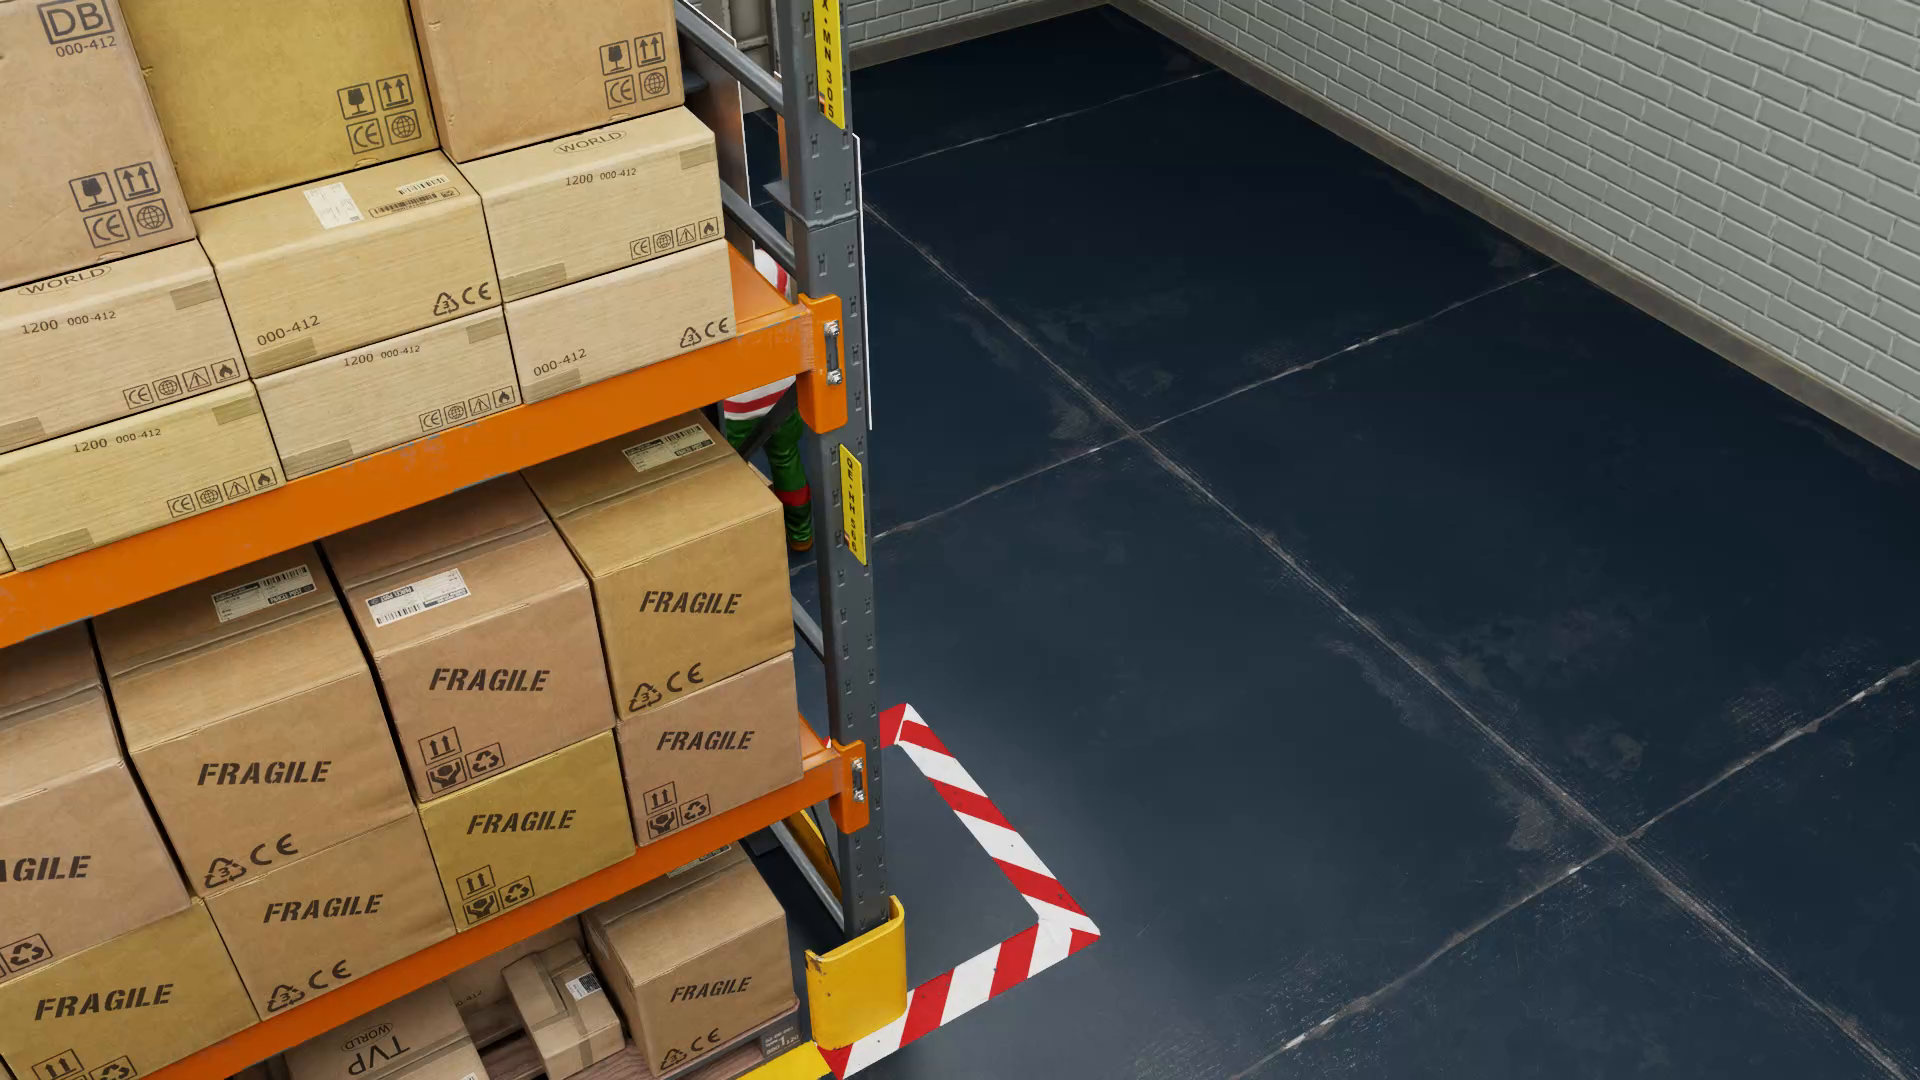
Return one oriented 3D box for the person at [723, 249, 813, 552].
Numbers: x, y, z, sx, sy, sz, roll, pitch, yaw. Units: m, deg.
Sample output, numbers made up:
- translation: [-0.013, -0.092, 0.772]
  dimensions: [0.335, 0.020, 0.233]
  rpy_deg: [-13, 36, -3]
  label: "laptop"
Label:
- translation: [-0.887, -0.632, 6.888]
  dimensions: [0.607, 1.780, 0.449]
  rpy_deg: [-22, 45, -24]
  label: "person"
